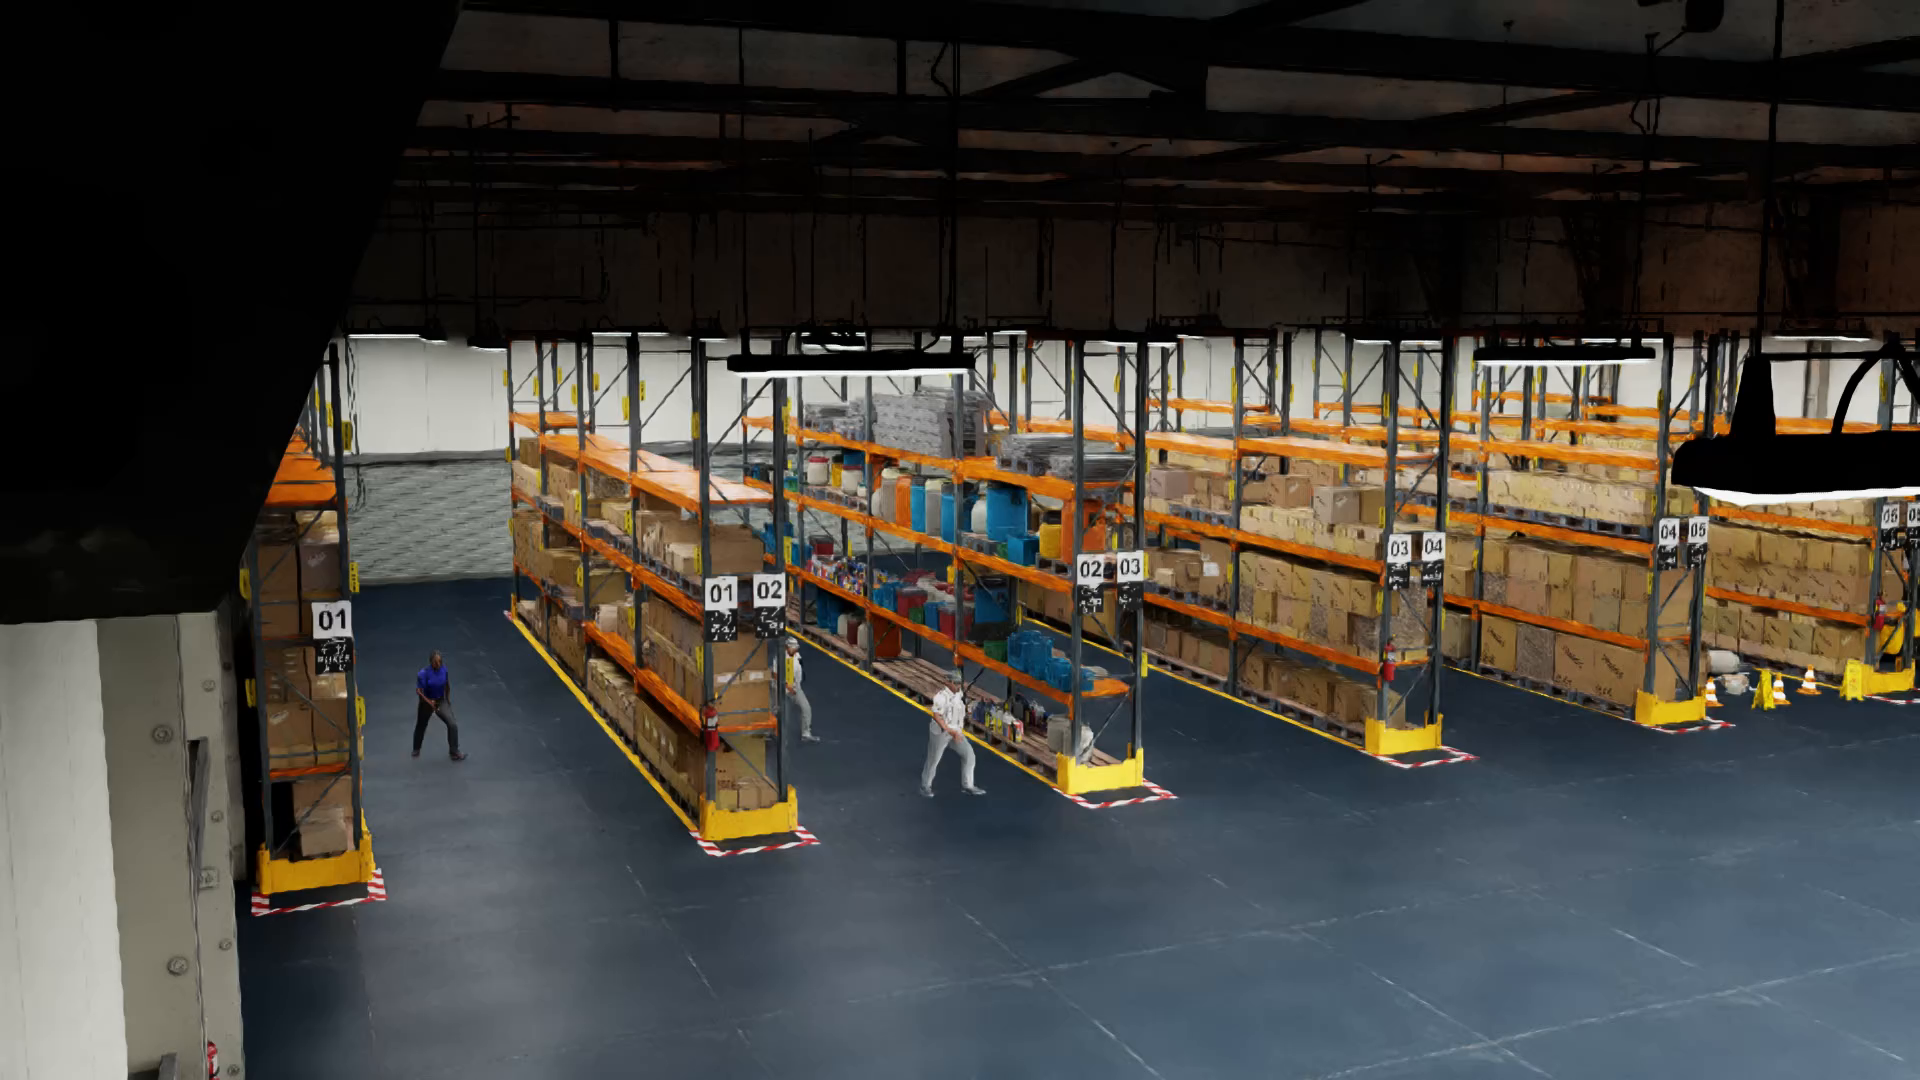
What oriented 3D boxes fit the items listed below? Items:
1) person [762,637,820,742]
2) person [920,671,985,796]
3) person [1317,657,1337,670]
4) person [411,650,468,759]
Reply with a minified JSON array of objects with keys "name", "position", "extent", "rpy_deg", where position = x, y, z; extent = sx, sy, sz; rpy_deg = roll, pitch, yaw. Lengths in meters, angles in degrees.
[{"name":"person","position":[-2.556,2.193,24.634],"extent":[0.655,1.594,0.824],"rpy_deg":[-7,10,-40]},{"name":"person","position":[-0.151,2.524,21.835],"extent":[0.678,1.702,0.771],"rpy_deg":[-8,11,-44]},{"name":"person","position":[6.454,1.612,28.917],"extent":[0.580,1.619,0.507],"rpy_deg":[-4,9,-24]},{"name":"person","position":[-7.474,2.377,23.676],"extent":[0.622,1.482,0.822],"rpy_deg":[-6,10,-39]}]
